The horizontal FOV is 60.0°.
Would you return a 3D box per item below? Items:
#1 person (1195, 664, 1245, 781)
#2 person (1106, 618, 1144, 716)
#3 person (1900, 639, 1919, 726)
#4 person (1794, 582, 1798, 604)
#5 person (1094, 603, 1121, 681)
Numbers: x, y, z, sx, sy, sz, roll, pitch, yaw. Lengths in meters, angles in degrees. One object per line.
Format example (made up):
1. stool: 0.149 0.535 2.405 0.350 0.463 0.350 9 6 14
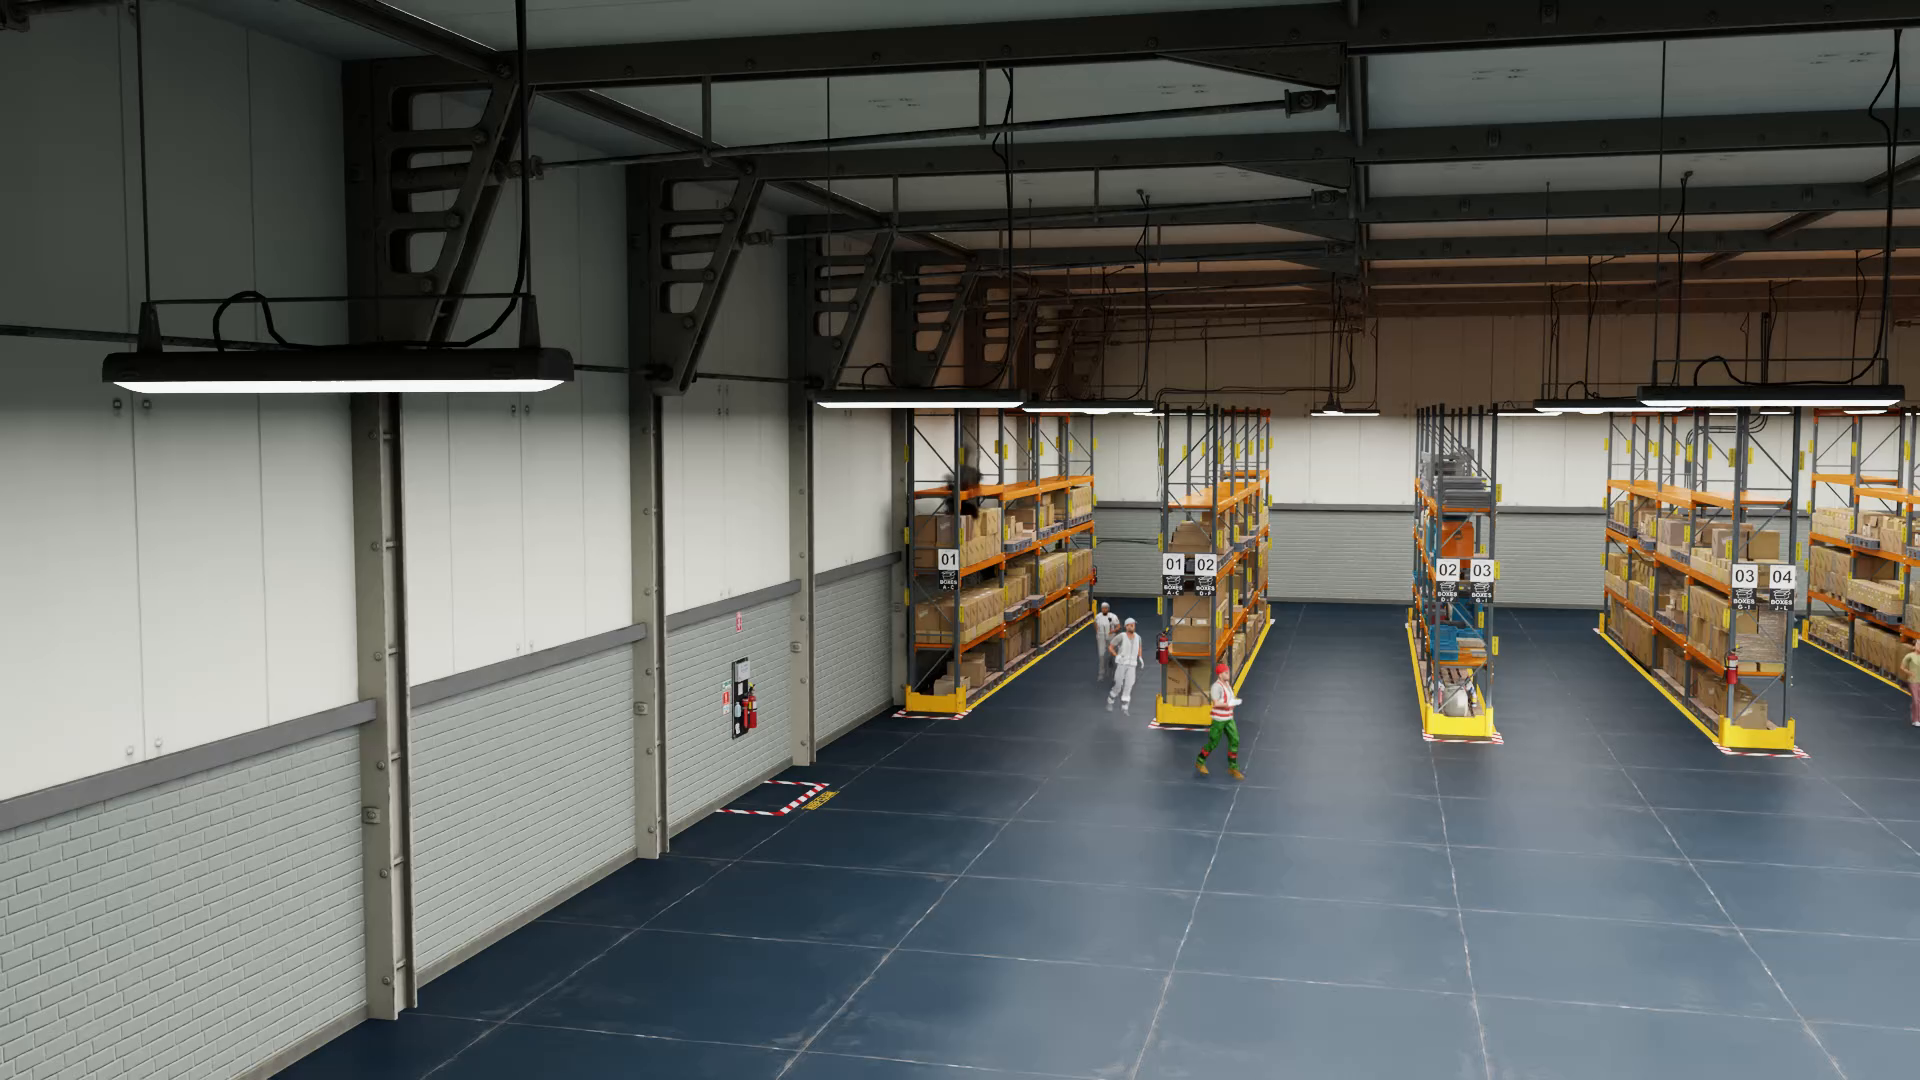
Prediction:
1. person: 4.138 2.886 26.492 0.836 1.846 0.661 3 5 39
2. person: 3.100 2.330 30.634 0.718 1.763 0.863 -1 4 -19
3. person: 17.854 2.651 31.005 0.577 1.620 0.562 0 4 7
4. person: 22.134 1.636 44.547 0.544 1.678 0.771 0 4 -5
5. person: 3.245 2.226 36.744 0.579 1.695 0.796 1 4 11
